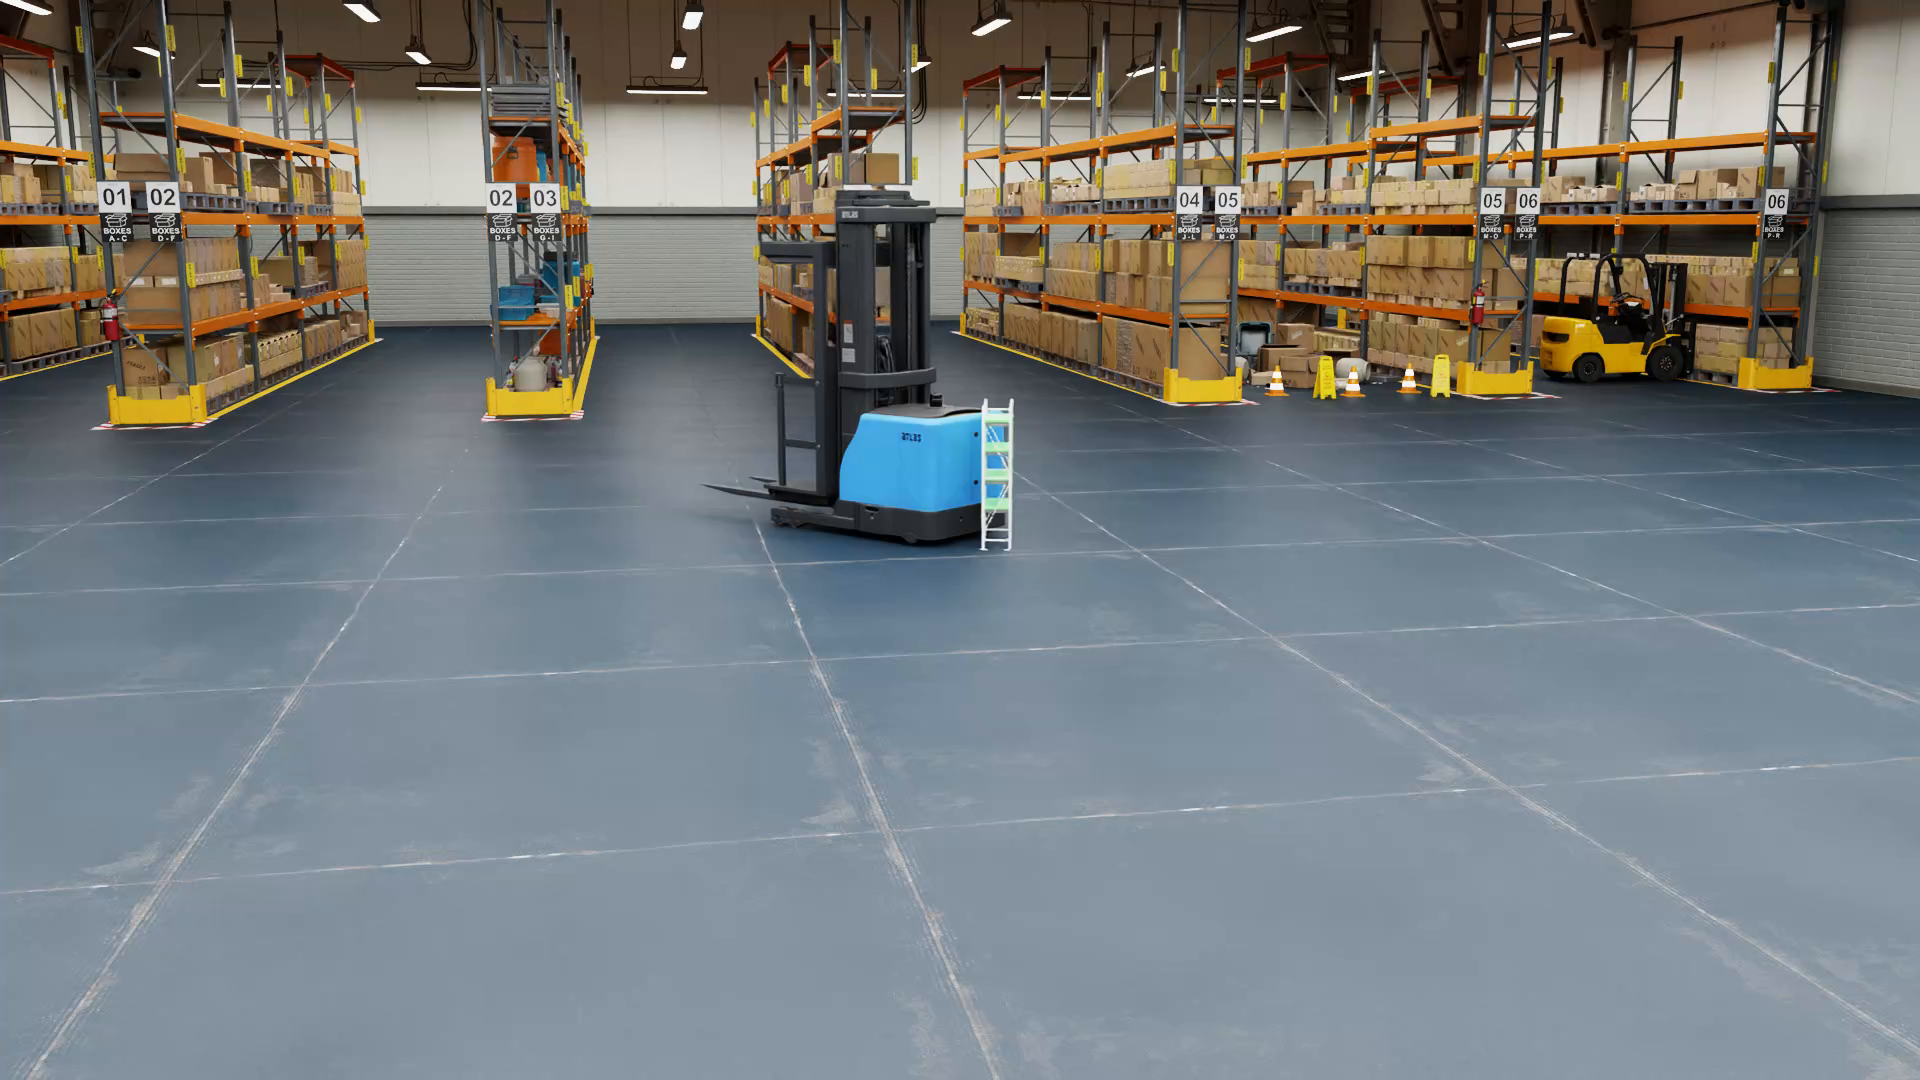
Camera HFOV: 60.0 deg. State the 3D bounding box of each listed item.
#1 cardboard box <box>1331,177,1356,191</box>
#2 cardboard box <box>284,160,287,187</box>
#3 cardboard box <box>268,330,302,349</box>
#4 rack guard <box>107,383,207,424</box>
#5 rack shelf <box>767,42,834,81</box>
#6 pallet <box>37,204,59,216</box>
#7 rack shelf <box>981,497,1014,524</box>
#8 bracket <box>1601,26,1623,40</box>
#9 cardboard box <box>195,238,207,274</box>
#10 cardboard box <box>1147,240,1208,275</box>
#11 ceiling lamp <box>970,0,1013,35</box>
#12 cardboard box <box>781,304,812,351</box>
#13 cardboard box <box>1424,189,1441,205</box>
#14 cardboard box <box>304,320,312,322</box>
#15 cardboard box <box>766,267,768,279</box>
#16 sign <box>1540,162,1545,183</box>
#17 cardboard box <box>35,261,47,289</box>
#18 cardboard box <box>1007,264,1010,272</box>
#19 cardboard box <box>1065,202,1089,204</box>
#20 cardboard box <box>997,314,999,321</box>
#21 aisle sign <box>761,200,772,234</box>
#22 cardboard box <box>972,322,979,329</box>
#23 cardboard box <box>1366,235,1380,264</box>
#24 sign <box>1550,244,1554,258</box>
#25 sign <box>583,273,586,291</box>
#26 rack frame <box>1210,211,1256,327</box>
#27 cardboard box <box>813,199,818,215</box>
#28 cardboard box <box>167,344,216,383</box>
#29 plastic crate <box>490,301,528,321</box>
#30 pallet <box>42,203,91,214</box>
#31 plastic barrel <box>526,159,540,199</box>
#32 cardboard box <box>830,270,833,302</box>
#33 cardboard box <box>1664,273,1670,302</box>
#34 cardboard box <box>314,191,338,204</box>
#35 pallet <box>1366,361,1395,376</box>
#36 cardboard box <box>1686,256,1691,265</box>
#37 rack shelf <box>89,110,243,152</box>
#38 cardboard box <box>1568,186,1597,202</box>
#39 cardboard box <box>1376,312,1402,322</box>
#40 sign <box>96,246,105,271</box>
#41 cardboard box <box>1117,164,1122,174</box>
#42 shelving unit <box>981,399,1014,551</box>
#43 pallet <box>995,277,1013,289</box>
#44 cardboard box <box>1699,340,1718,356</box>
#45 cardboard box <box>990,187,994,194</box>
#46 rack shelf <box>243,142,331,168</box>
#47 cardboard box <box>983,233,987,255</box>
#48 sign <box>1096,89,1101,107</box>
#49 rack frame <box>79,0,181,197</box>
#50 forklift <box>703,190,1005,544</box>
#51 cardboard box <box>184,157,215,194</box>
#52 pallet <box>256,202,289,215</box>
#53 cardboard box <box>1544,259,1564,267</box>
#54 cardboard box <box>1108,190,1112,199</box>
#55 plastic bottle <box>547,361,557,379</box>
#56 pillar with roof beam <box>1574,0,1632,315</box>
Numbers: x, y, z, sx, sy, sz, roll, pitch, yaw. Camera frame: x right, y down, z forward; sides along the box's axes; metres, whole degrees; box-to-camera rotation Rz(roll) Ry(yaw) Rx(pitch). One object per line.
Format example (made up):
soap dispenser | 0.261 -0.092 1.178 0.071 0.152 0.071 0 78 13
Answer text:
cardboard box | 7.296 -6.679 31.183 0.500 0.250 0.500 -2 11 -10
cardboard box | -12.641 -6.740 30.624 0.500 0.500 0.500 -2 11 -11
cardboard box | -12.120 -3.597 29.802 0.500 0.311 0.500 -2 11 -10
rack guard | -10.902 -1.853 22.596 1.175 0.500 0.348 -2 11 -11
rack shelf | -3.134 -9.506 33.106 1.077 0.370 4.000 -2 11 -11
pallet | -17.873 -6.319 31.862 0.805 0.209 1.217 -3 11 -13
rack shelf | 0.314 -0.251 13.931 0.258 0.148 0.480 1 11 3
bracket | 12.714 -9.874 32.380 0.235 0.232 0.430 -2 11 -11
cardboard box | -11.202 -4.056 23.750 0.700 0.500 0.500 -2 11 -11
cardboard box | 3.489 -4.486 26.453 0.875 0.550 0.550 -2 11 -11
ceiling lamp | 0.762 -10.069 27.419 0.800 3.185 2.000 -2 11 -11
cardboard box | -2.859 -4.202 32.812 1.225 0.875 0.875 -3 11 -14
cardboard box | 7.966 -5.623 27.299 0.500 0.250 0.500 -2 11 -9
cardboard box | -13.386 -4.177 33.629 0.500 0.500 0.500 -3 11 -14
cardboard box | -4.069 -5.978 37.190 0.500 0.250 0.500 -2 11 -10
sign | 9.064 -5.728 25.910 0.100 0.325 0.005 -2 11 -11
cardboard box | -17.462 -4.958 31.107 0.500 0.500 0.500 -2 11 -9
cardboard box | 1.196 -5.756 35.169 0.380 0.149 0.250 -2 11 -9
cardboard box | 2.290 -6.711 33.145 0.500 0.500 0.500 -2 11 -11
cardboard box | 1.037 -4.962 37.153 0.380 0.149 0.250 -2 11 -9
aisle sign | -4.609 -7.659 39.461 0.394 0.787 0.004 -2 11 -11
cardboard box | 0.500 -5.098 39.462 0.380 0.149 0.250 -2 11 -10
cardboard box | 7.627 -5.137 29.427 0.700 0.500 0.500 -2 11 -12
sign | 12.388 -6.044 34.830 0.100 0.325 0.005 -2 11 -11
sign | -7.065 -4.834 31.134 0.100 0.325 0.005 -2 11 -11
rack frame | 6.198 -6.006 37.731 1.000 3.000 0.127 -2 11 -11
cardboard box | -2.131 -5.487 27.380 0.500 0.250 0.500 -3 11 -13
cardboard box | -10.892 -2.508 23.574 0.500 0.500 0.500 -2 11 -11
plastic crate | -6.438 -3.273 23.767 0.499 0.251 0.616 -2 11 -11
pallet | -18.248 -6.686 33.517 1.003 0.211 1.213 -2 11 -11
plastic barrel | -6.394 -5.242 24.065 0.600 0.588 0.600 0 11 0
cardboard box | -1.539 -3.923 25.722 0.875 0.500 0.500 -2 11 -11
cardboard box | 12.669 -4.491 29.501 0.500 0.500 0.500 -2 11 -12
cardboard box | -13.092 -7.030 34.152 0.500 0.250 0.500 -2 11 -11
pallet | 7.919 -3.047 29.643 1.003 0.211 1.213 -2 11 -11
cardboard box | 12.819 -4.840 28.804 0.380 0.149 0.250 -2 11 -10
rack shelf | -11.296 -5.850 23.857 1.077 0.370 4.000 -2 11 -11
cardboard box | 12.093 -6.670 32.044 0.500 0.311 0.500 -3 11 -13
cardboard box | 7.569 -3.939 29.358 0.380 0.149 0.250 -2 11 -10
sign | -11.442 -3.754 22.165 0.100 0.325 0.005 -2 11 -11
cardboard box | 2.805 -6.119 27.449 0.380 0.149 0.250 -2 11 -12
shelving unit | 0.314 -0.549 13.874 0.258 1.200 0.503 1 11 3
pallet | 1.368 -5.568 35.942 1.003 0.211 1.213 -2 11 -11
cardboard box | 12.912 -3.258 28.186 0.500 0.250 0.500 -2 11 -12
cardboard box | 0.883 -7.788 37.067 0.380 0.149 0.250 -2 11 -11
rack shelf | -12.852 -7.317 31.565 1.077 0.370 4.000 -2 11 -11
cardboard box | 0.814 -6.760 37.952 0.500 0.500 0.500 -2 11 -10
sign | 2.684 -8.579 32.280 0.100 0.325 0.005 -2 11 -11
rack frame | -10.907 -6.033 21.825 1.000 3.000 0.127 -2 11 -11
forklift | -1.063 -1.612 14.826 3.031 2.935 1.130 9 14 39
cardboard box | -10.962 -5.198 23.696 0.500 0.500 0.500 -2 11 -11
pallet | -12.023 -5.607 28.118 1.003 0.211 1.213 -2 11 -8
cardboard box | 11.878 -5.516 33.154 0.380 0.149 0.250 -2 11 -10
cardboard box | 2.707 -5.820 28.009 0.380 0.149 0.250 -2 11 -11
plastic bottle | -6.521 -2.724 26.593 0.152 0.276 0.135 -2 11 -11
pillar with roof beam | 8.759 -8.038 32.361 9.100 9.000 0.548 -2 11 -11
